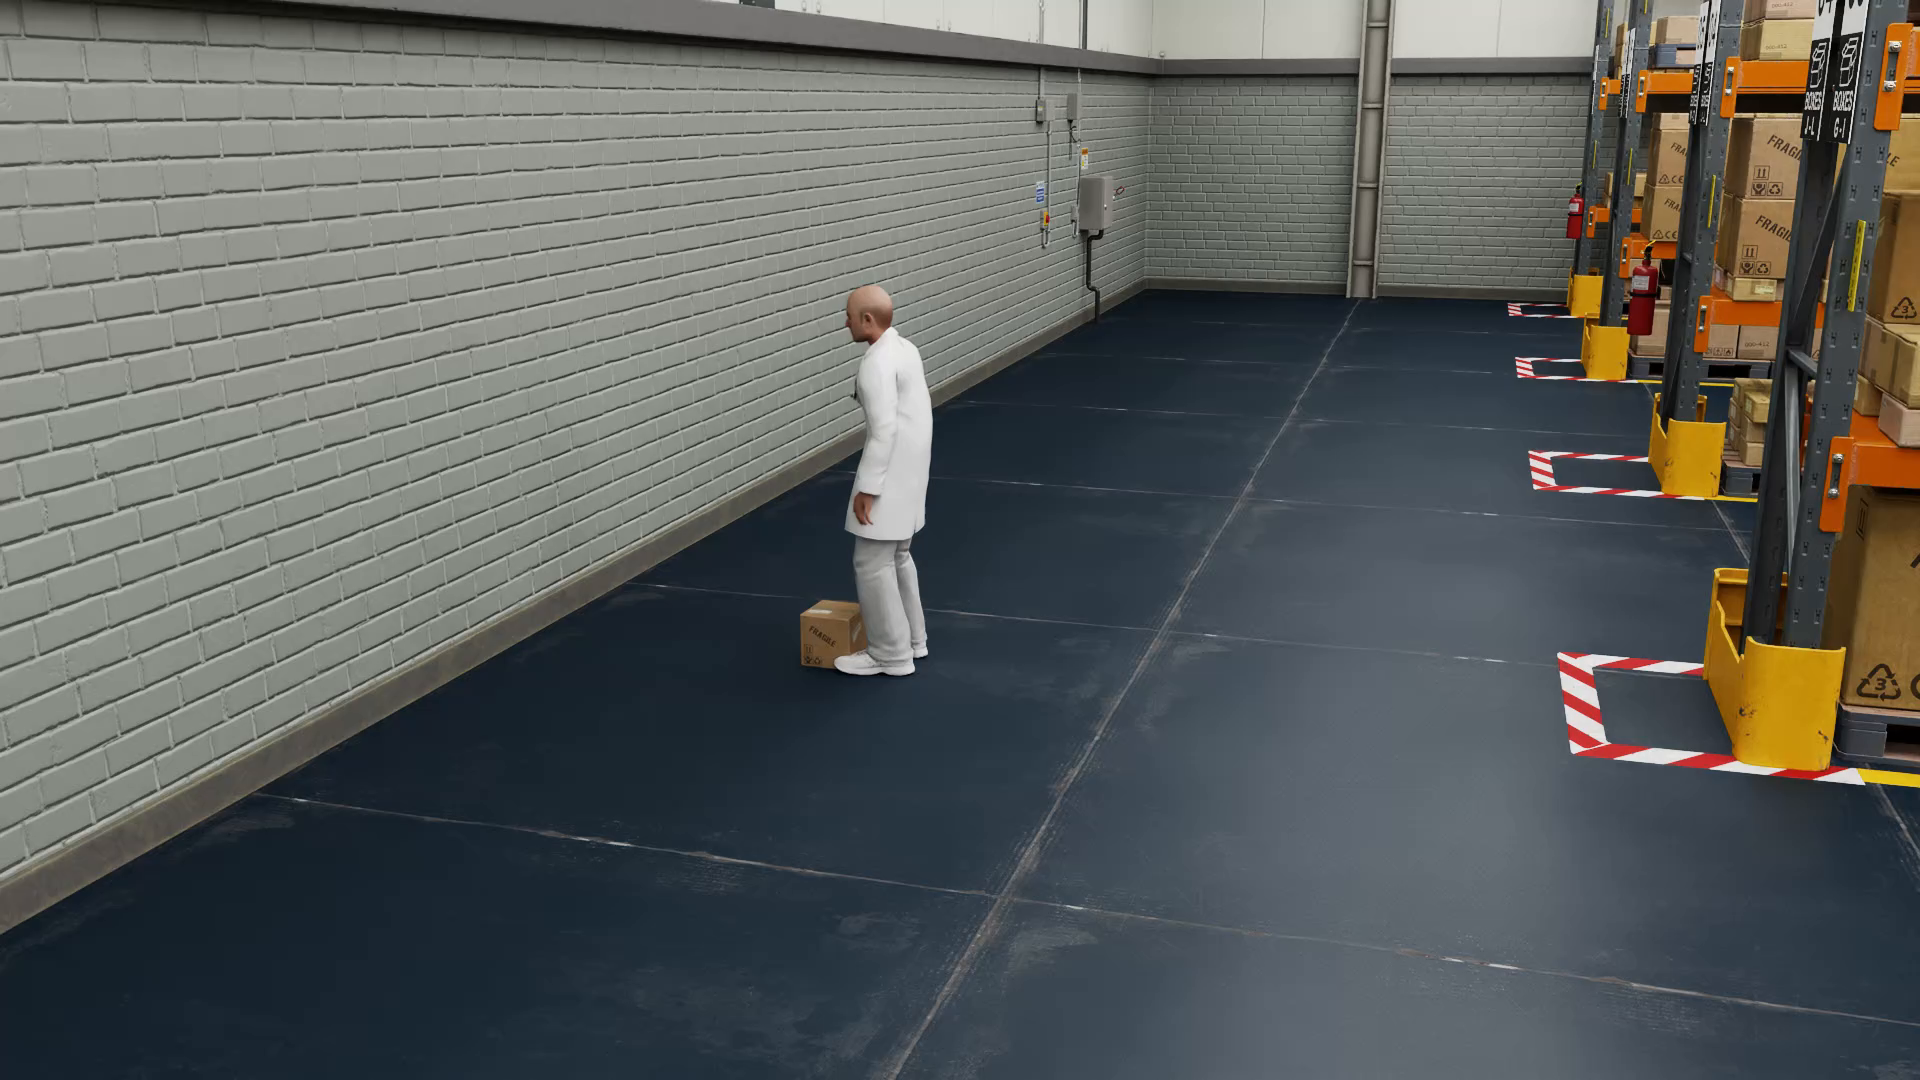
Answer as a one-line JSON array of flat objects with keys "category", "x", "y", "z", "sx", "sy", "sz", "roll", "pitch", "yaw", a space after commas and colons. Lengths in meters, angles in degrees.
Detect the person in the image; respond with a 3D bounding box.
[{"category": "person", "x": -0.345, "y": -0.269, "z": 7.565, "sx": 0.429, "sy": 1.772, "sz": 0.648, "roll": 3, "pitch": 15, "yaw": 13}]
